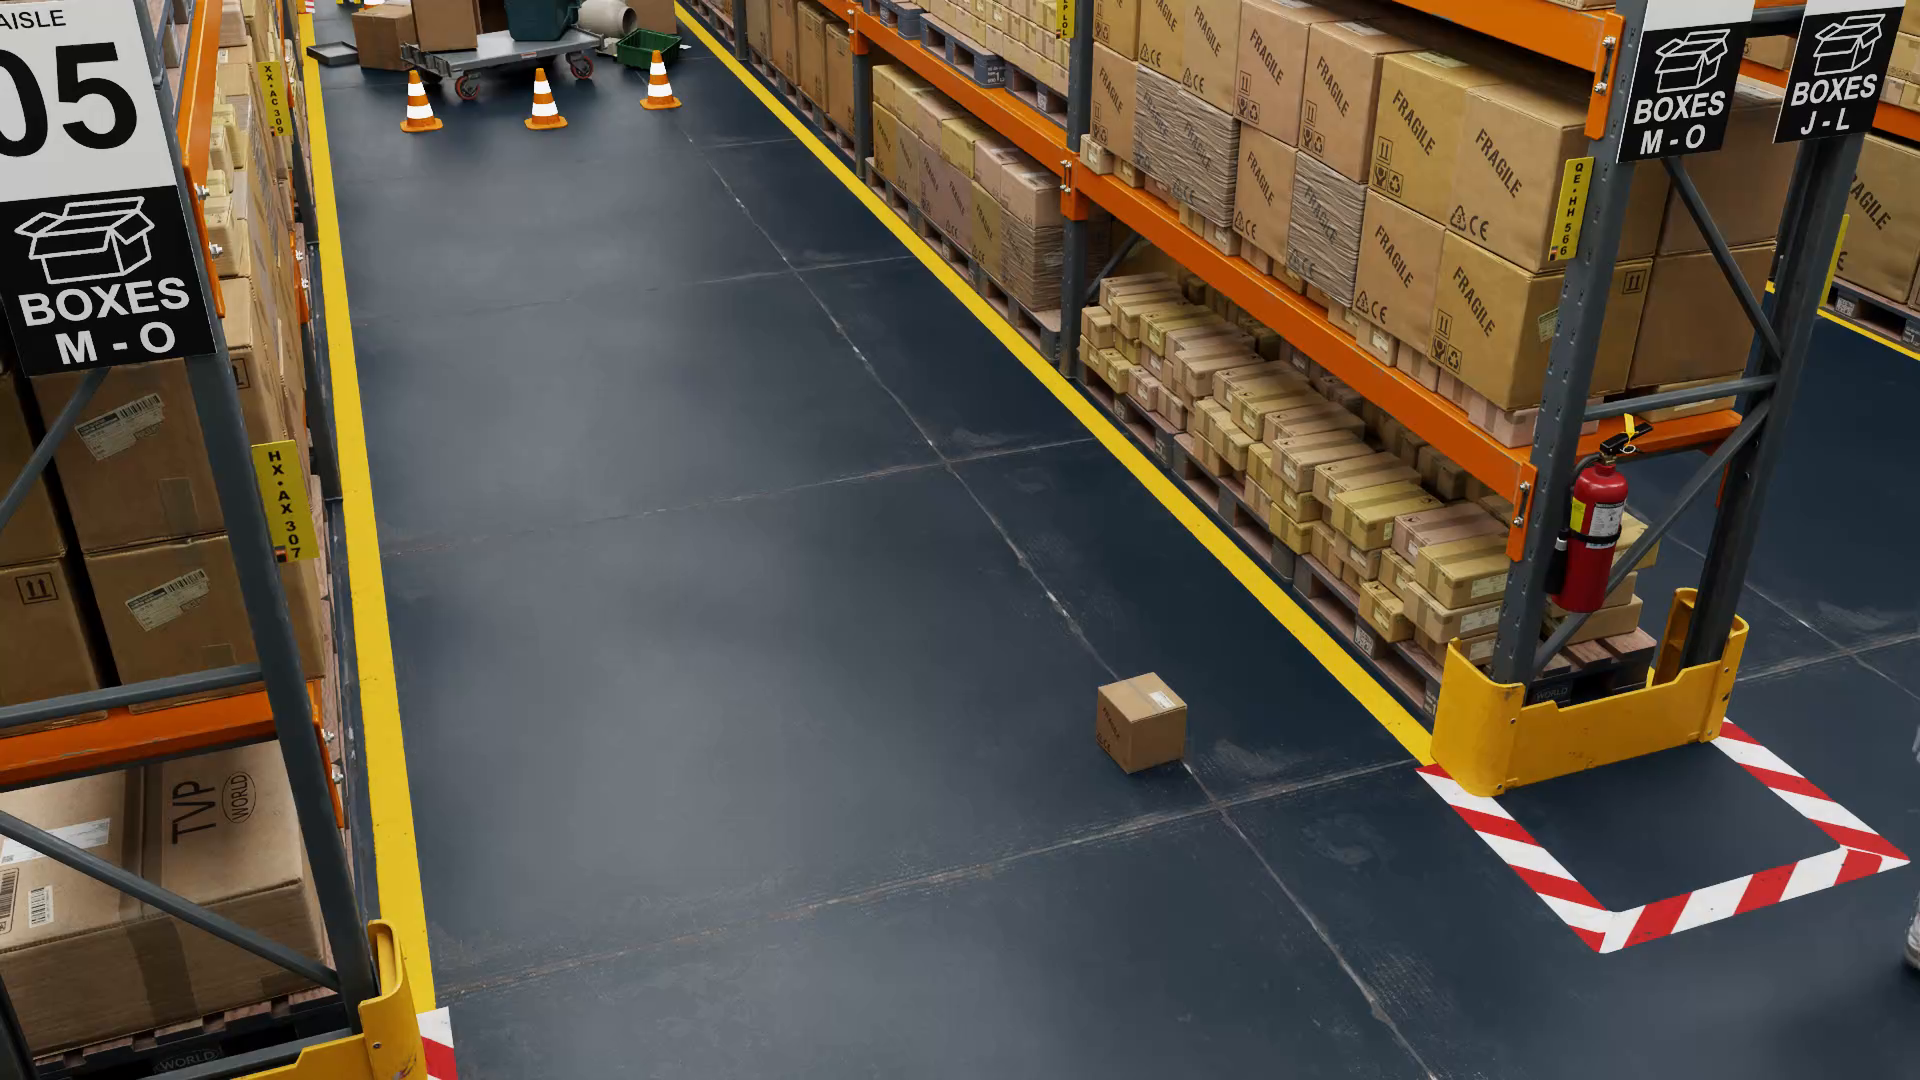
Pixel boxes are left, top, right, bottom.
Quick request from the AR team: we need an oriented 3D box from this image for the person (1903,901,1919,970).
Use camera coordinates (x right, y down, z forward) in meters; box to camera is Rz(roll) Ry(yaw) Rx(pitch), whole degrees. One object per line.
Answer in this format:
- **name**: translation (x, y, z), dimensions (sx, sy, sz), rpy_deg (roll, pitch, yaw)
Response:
- **person**: translation (3.363, 0.649, 4.978), dimensions (0.580, 1.841, 0.596), rpy_deg (-2, 30, -3)
